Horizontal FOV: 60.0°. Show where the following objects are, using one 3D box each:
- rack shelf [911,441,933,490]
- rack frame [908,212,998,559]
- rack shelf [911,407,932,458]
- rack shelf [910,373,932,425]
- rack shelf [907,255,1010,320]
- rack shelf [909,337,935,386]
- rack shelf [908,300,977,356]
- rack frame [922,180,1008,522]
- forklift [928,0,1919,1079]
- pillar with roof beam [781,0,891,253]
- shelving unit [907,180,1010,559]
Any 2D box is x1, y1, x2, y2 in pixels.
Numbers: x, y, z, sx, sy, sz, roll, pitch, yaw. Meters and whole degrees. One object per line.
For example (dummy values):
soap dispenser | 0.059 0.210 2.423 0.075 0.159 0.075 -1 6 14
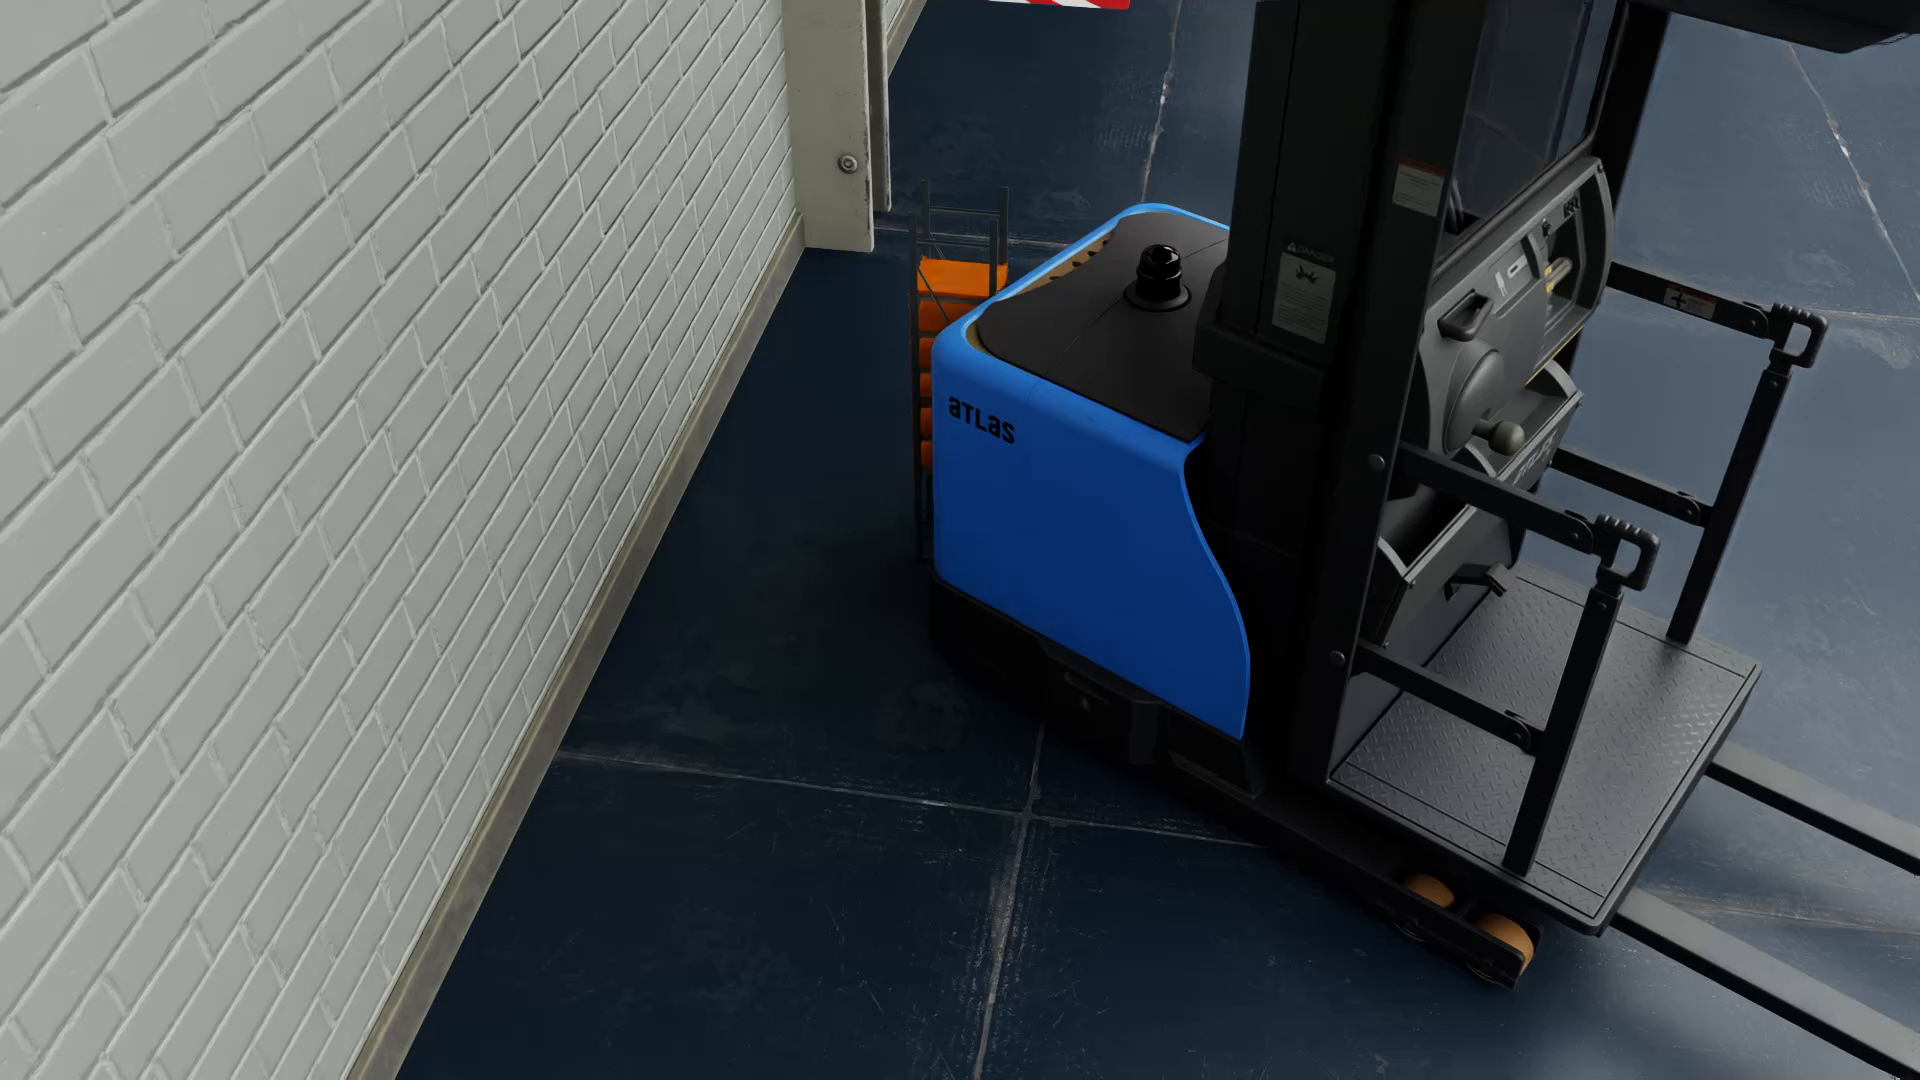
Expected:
rack shelf | -0.003 -0.234 5.038 0.258 0.103 0.180 6 40 8
rack frame | -0.018 -0.396 4.787 0.240 1.200 0.006 6 40 8
rack shelf | -0.003 -0.327 4.961 0.258 0.103 0.180 6 40 8
rack shelf | -0.003 -0.419 4.885 0.258 0.103 0.180 6 40 8
rack shelf | -0.003 -0.697 4.656 0.258 0.103 0.180 6 40 8
rack shelf | -0.003 -0.512 4.809 0.258 0.103 0.180 6 40 8
rack shelf | -0.003 -0.604 4.732 0.258 0.103 0.180 6 40 8
rack frame | 0.013 -0.511 4.926 0.240 1.200 0.006 6 40 8
forklift | 1.372 -0.458 3.503 3.031 2.935 1.130 27 47 29
pillar with roof beam | 3.768 -4.282 3.367 9.100 9.000 0.400 6 40 8
shelving unit | -0.003 -0.453 4.857 0.258 1.200 0.189 6 40 8
